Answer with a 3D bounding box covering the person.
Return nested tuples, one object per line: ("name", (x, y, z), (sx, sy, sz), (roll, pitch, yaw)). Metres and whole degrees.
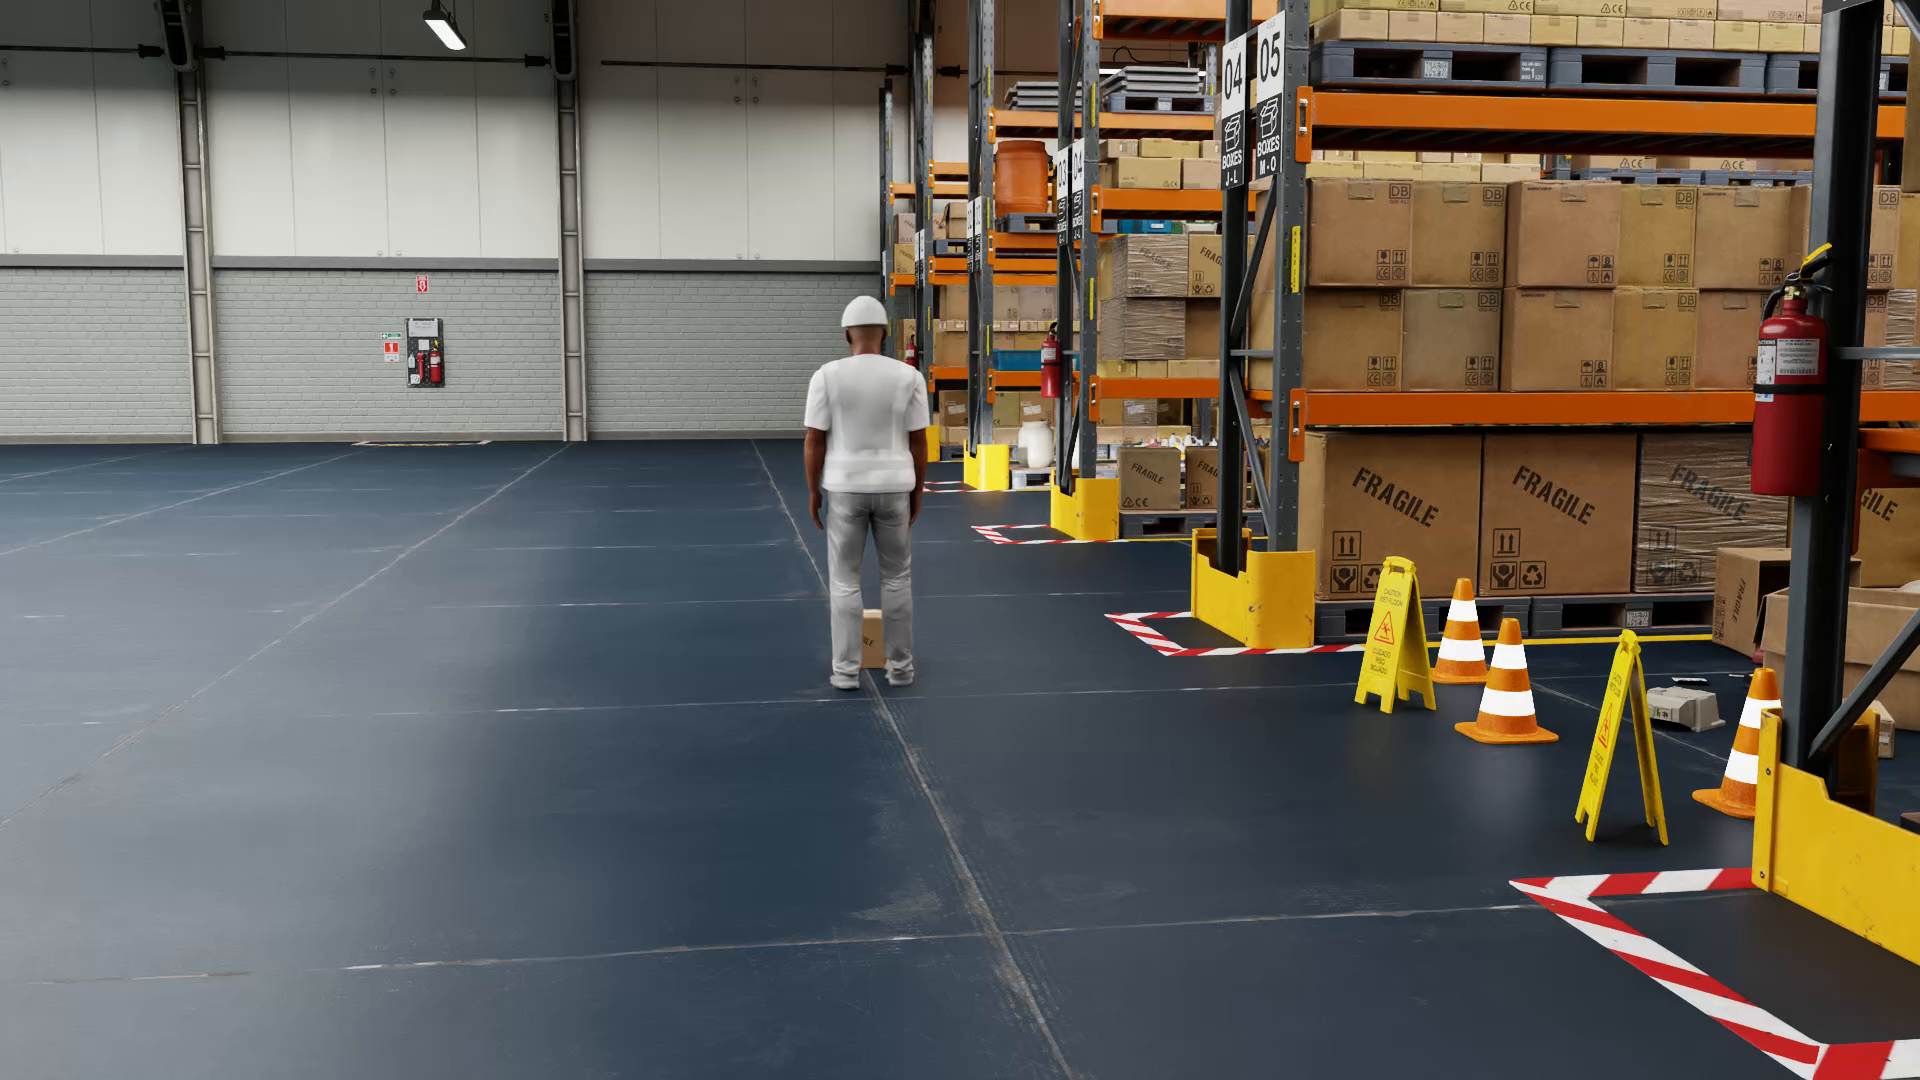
("person", (-0.425, -0.210, 7.541), (0.564, 1.775, 0.366), (-1, 6, -7))
